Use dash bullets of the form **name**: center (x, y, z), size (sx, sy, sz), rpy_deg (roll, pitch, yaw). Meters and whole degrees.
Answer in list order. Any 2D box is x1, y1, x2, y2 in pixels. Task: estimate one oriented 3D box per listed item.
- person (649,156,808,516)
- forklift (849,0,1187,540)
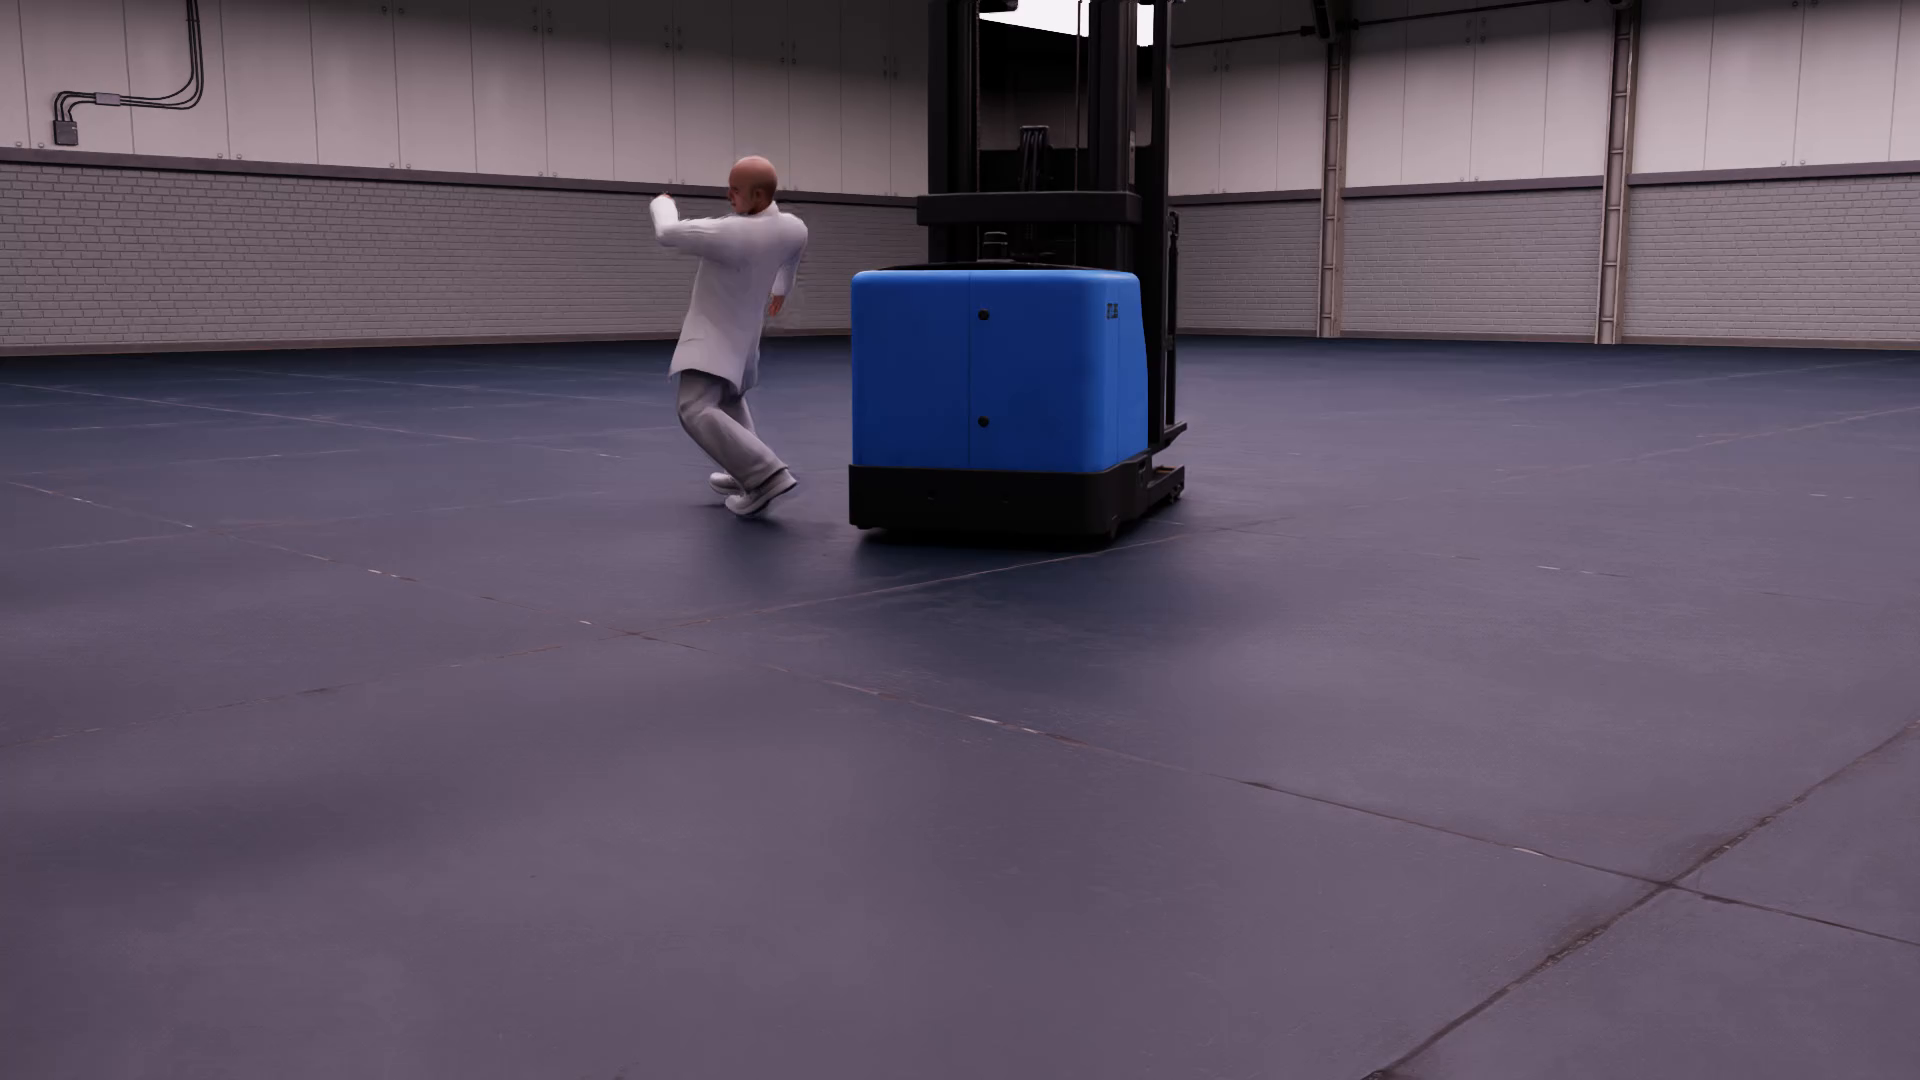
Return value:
- **person**: center (-0.991, -0.934, 7.627), size (0.886, 1.546, 0.990), rpy_deg (3, 9, 19)
- **forklift**: center (0.461, -1.630, 7.698), size (1.130, 2.935, 3.031), rpy_deg (3, 9, 16)
